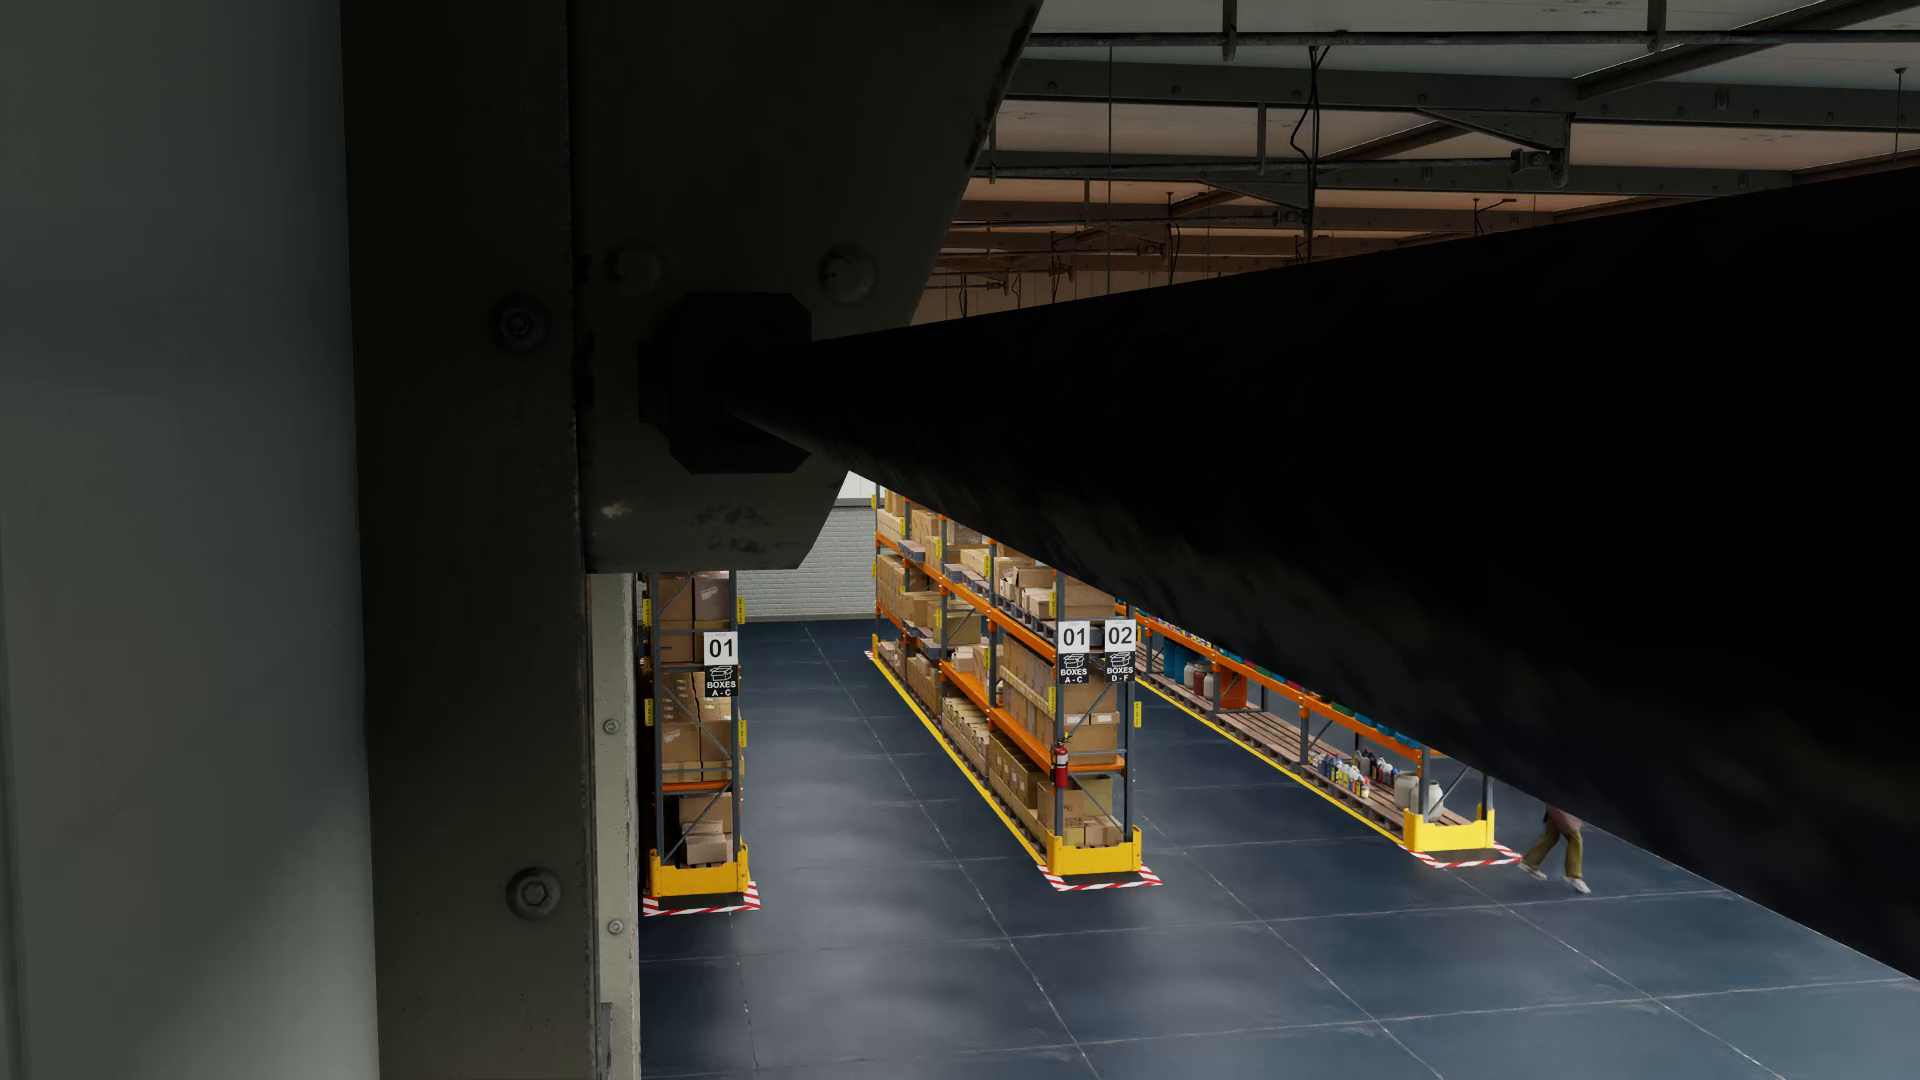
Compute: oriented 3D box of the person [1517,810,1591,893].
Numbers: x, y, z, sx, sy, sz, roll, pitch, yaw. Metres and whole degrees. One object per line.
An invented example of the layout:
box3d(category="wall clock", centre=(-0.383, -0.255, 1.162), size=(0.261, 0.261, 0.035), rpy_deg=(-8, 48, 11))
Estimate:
box3d(category="person", centre=(7.306, 3.706, 20.392), size=(0.857, 1.144, 0.354), rpy_deg=(2, 6, 20))
